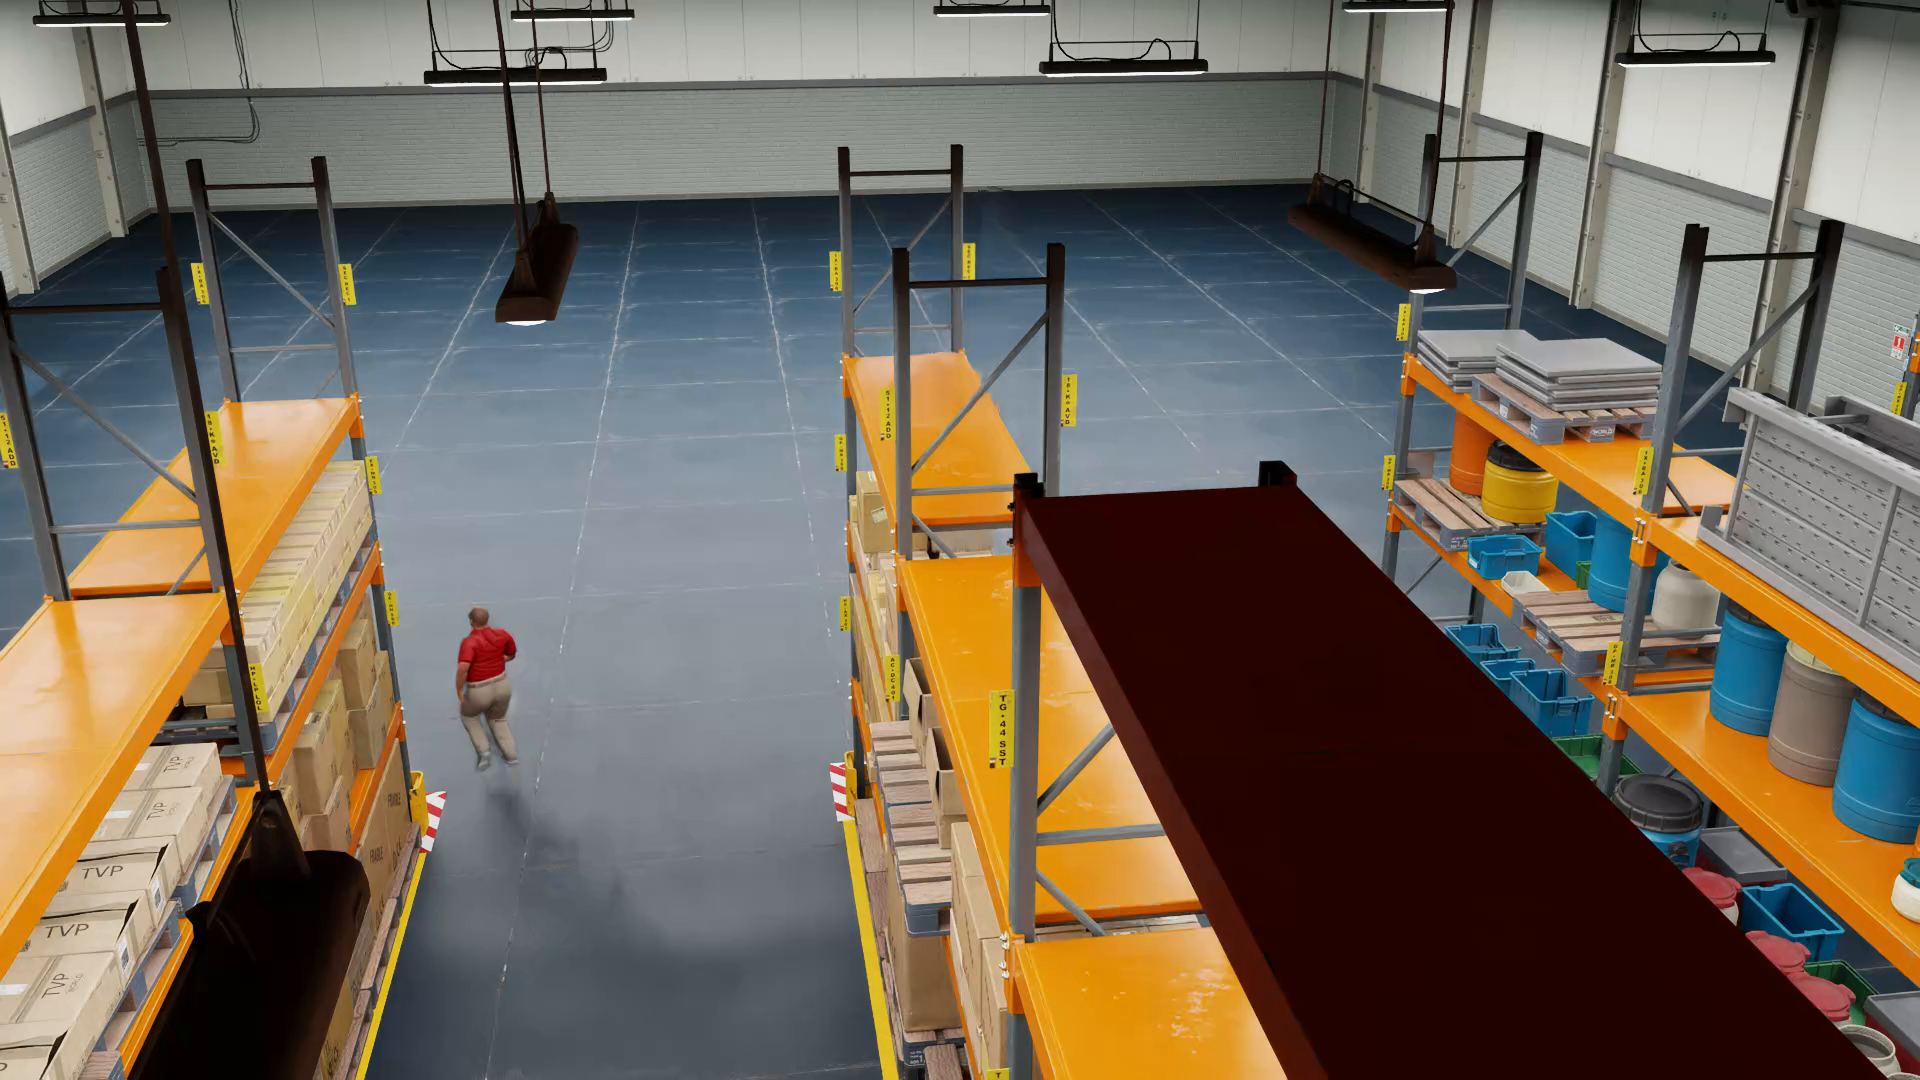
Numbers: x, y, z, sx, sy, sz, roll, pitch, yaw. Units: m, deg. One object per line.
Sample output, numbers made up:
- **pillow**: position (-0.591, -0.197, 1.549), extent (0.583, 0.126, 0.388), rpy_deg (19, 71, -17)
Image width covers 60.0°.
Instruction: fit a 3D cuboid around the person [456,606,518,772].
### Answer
- **person**: position (-4.426, 1.400, 15.499), extent (0.678, 1.683, 0.741), rpy_deg (-17, 27, -37)
